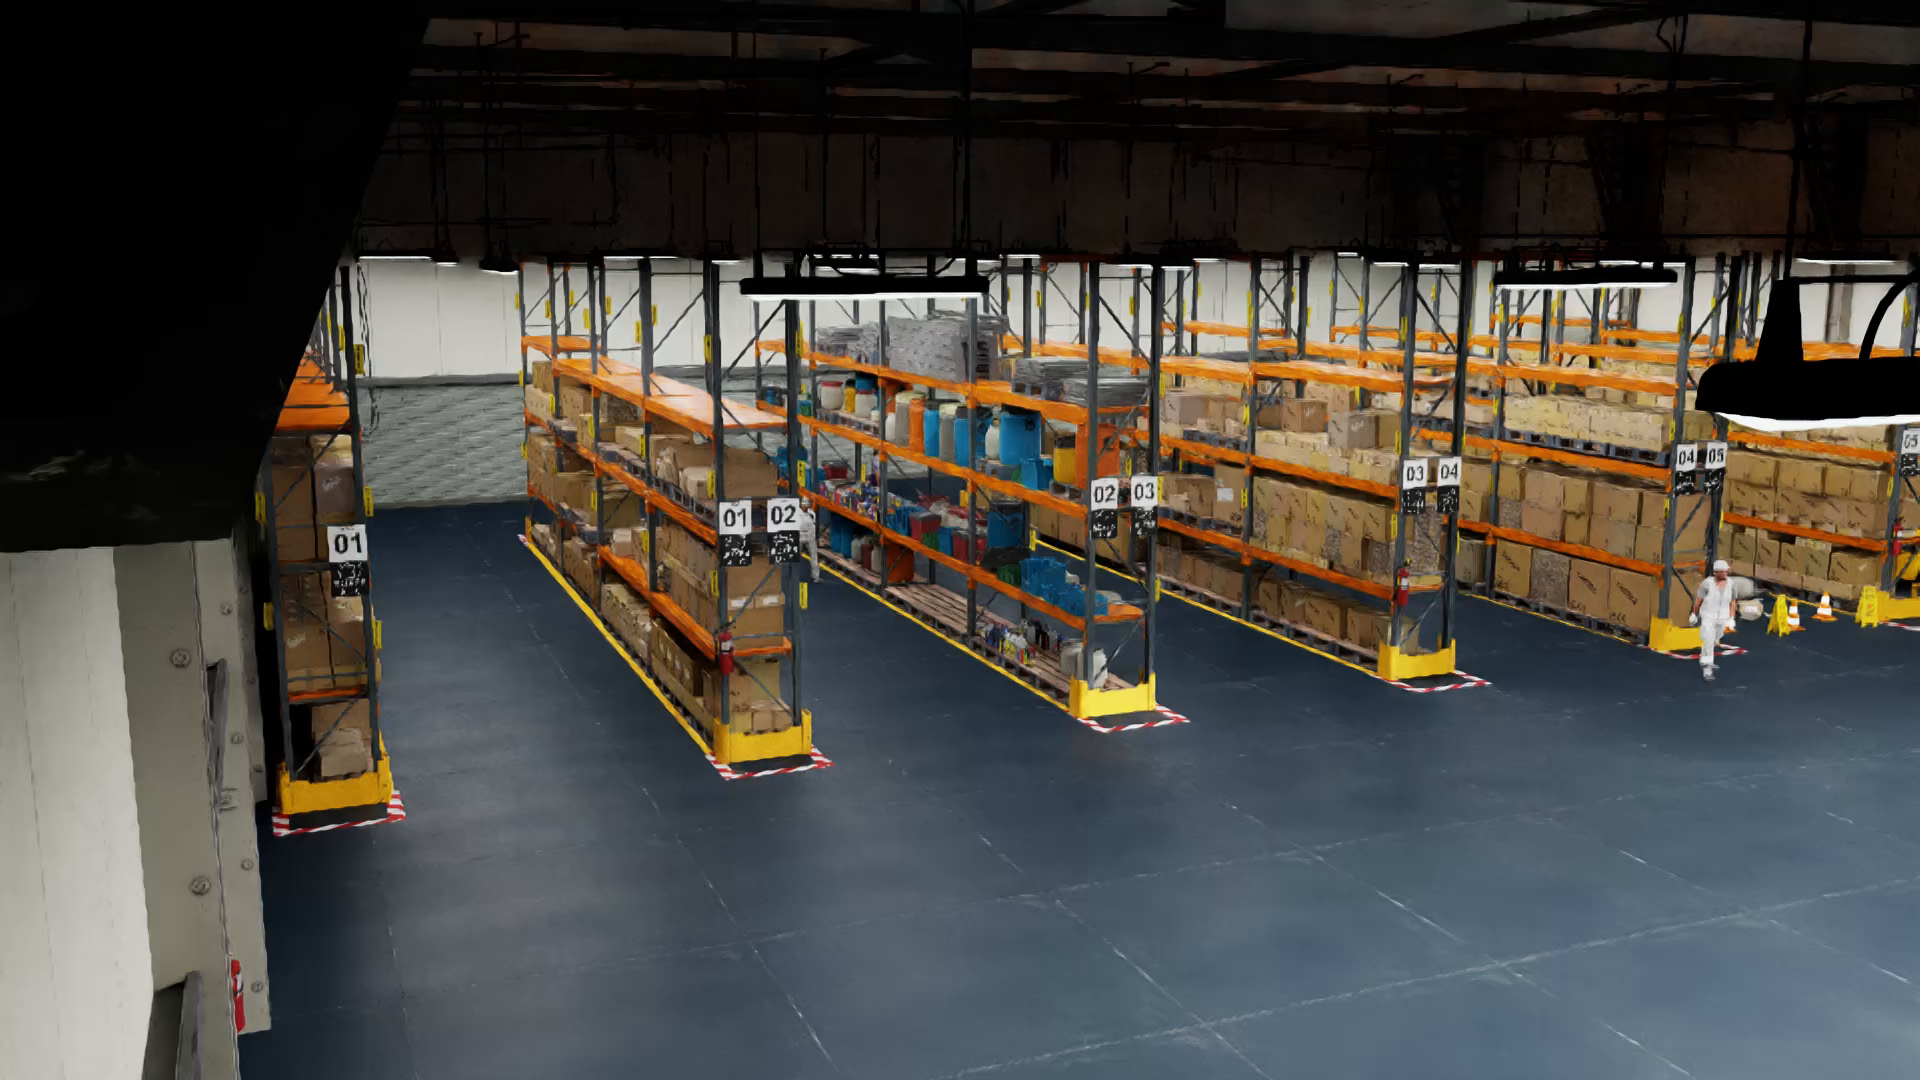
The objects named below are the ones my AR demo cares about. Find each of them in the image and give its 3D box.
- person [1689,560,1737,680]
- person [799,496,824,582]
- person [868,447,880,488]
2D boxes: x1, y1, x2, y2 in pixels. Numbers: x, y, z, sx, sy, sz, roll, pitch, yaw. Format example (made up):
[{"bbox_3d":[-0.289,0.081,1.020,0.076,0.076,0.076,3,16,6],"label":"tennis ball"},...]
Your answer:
[{"bbox_3d":[10.933,1.130,24.098,0.590,1.744,0.985,0,10,0],"label":"person"},{"bbox_3d":[-2.874,-0.035,30.760,0.497,1.583,1.090,-4,11,-19],"label":"person"},{"bbox_3d":[-1.878,-1.282,37.403,0.391,1.655,0.588,-2,11,-9],"label":"person"}]
